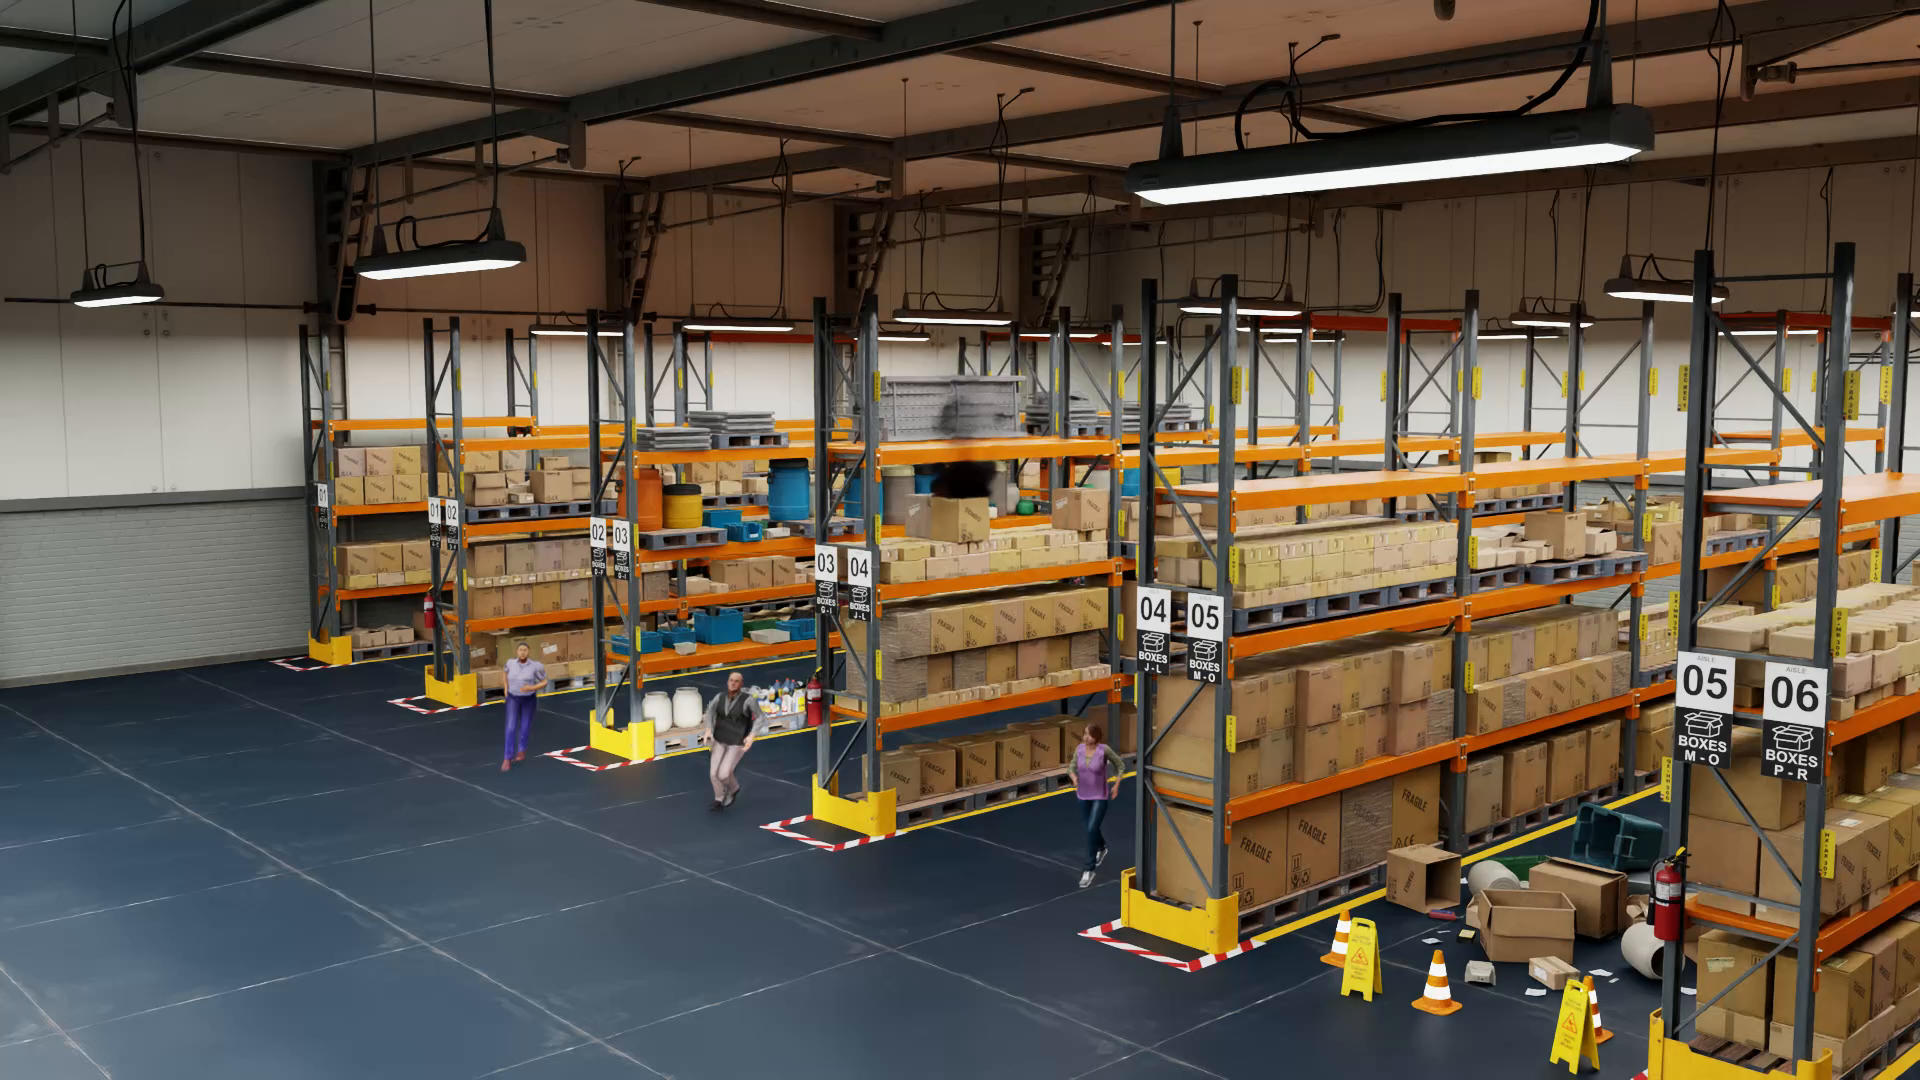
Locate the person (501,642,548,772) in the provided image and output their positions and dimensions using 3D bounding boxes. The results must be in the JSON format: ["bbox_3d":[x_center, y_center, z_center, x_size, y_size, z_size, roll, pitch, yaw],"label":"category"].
[{"bbox_3d":[-5.713,2.163,21.831,0.613,1.699,0.699,-1,6,-10],"label":"person"}]

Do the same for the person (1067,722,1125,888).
[{"bbox_3d":[1.374,2.654,16.982,0.557,1.631,0.763,3,7,31],"label":"person"}]

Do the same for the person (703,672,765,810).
[{"bbox_3d":[-2.691,2.377,19.462,0.714,1.664,0.528,2,6,22],"label":"person"}]
